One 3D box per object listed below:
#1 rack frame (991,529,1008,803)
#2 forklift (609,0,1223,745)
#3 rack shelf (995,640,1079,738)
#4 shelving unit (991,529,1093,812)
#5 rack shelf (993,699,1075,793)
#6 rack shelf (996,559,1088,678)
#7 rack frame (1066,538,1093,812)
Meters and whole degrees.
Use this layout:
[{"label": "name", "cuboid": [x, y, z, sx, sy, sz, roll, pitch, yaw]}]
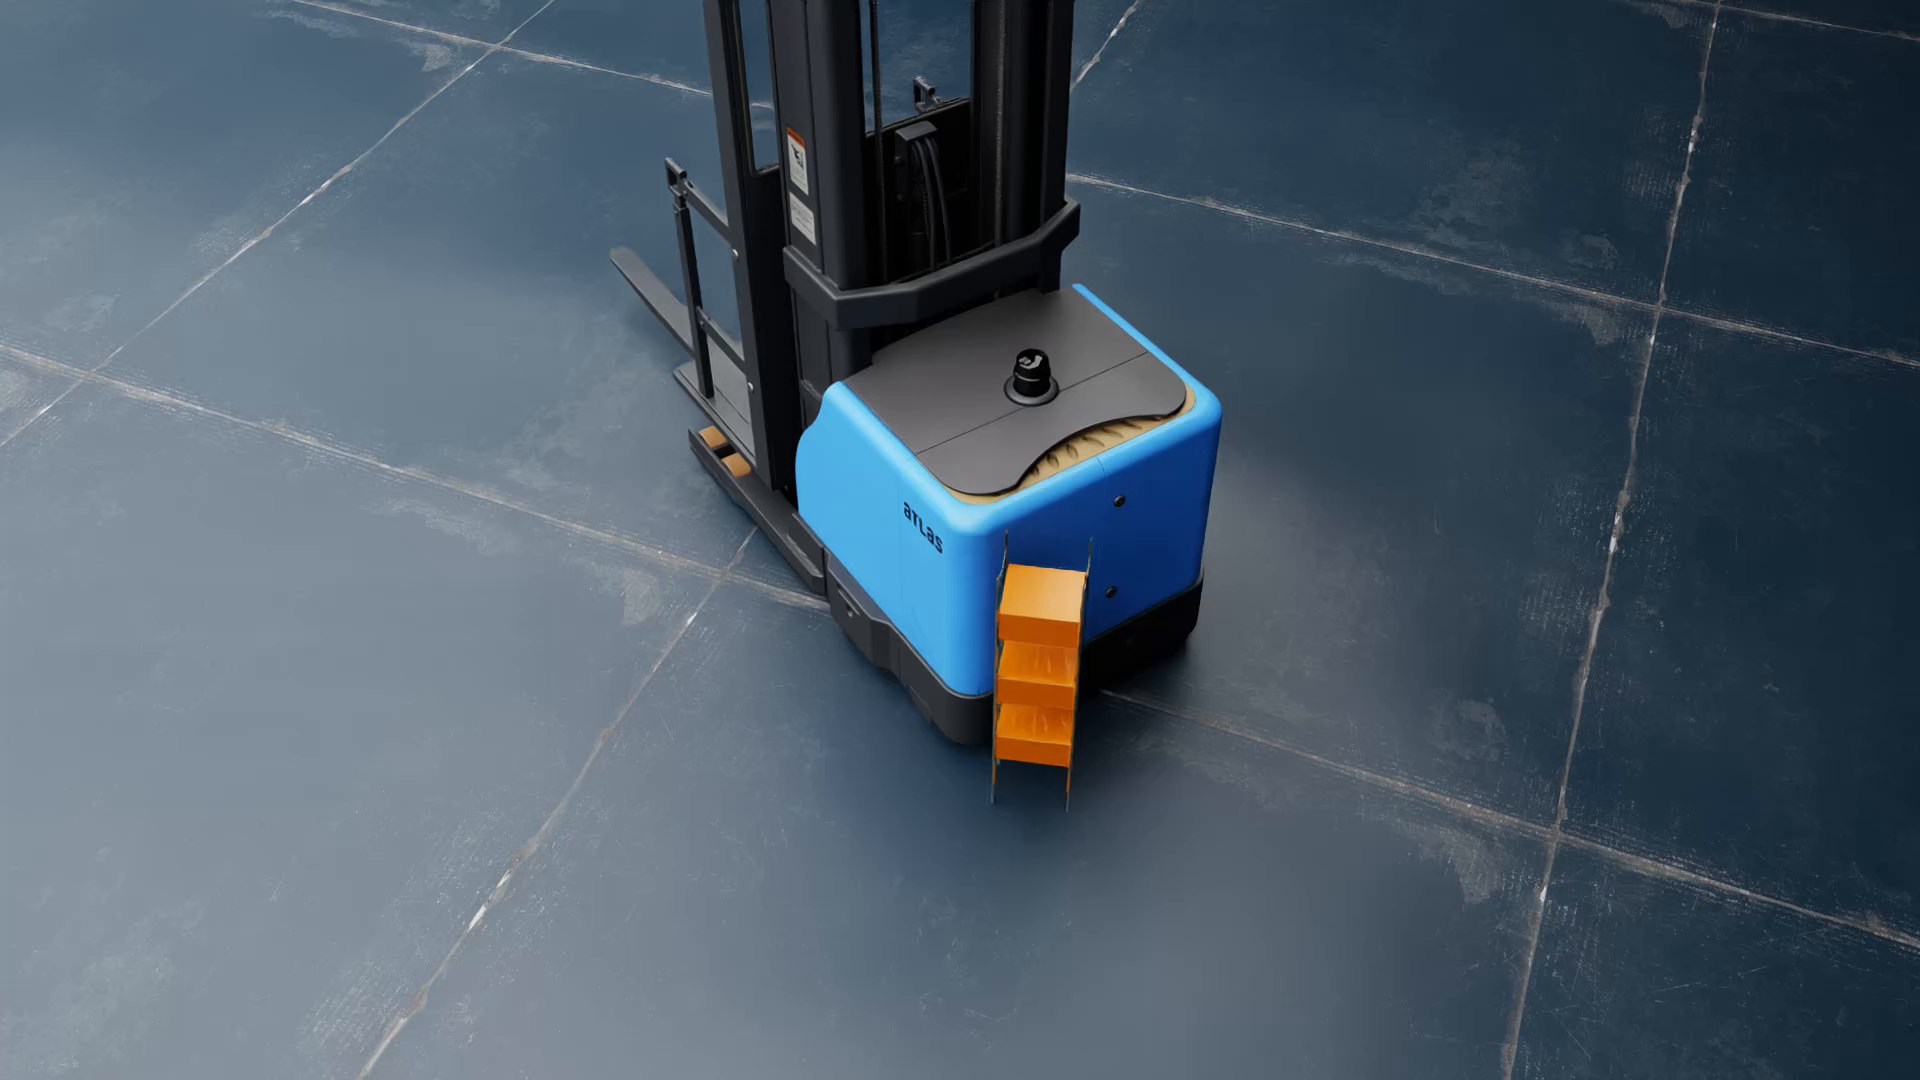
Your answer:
[{"label": "rack frame", "cuboid": [0.120, 0.411, 5.092, 0.008, 1.050, 0.200, 6, 45, 6]}, {"label": "forklift", "cuboid": [-0.399, -1.377, 5.556, 1.130, 2.935, 3.031, -25, 50, -23]}, {"label": "rack shelf", "cuboid": [0.241, 0.432, 5.087, 0.240, 0.259, 0.215, 6, 45, 6]}, {"label": "shelving unit", "cuboid": [0.241, 0.424, 5.079, 0.252, 1.050, 0.215, 6, 45, 6]}, {"label": "rack shelf", "cuboid": [0.241, 0.629, 5.283, 0.240, 0.259, 0.215, 6, 45, 6]}, {"label": "rack shelf", "cuboid": [0.241, 0.231, 4.886, 0.240, 0.259, 0.215, 6, 45, 6]}, {"label": "rack frame", "cuboid": [0.362, 0.437, 5.066, 0.008, 1.050, 0.200, 6, 45, 6]}]
